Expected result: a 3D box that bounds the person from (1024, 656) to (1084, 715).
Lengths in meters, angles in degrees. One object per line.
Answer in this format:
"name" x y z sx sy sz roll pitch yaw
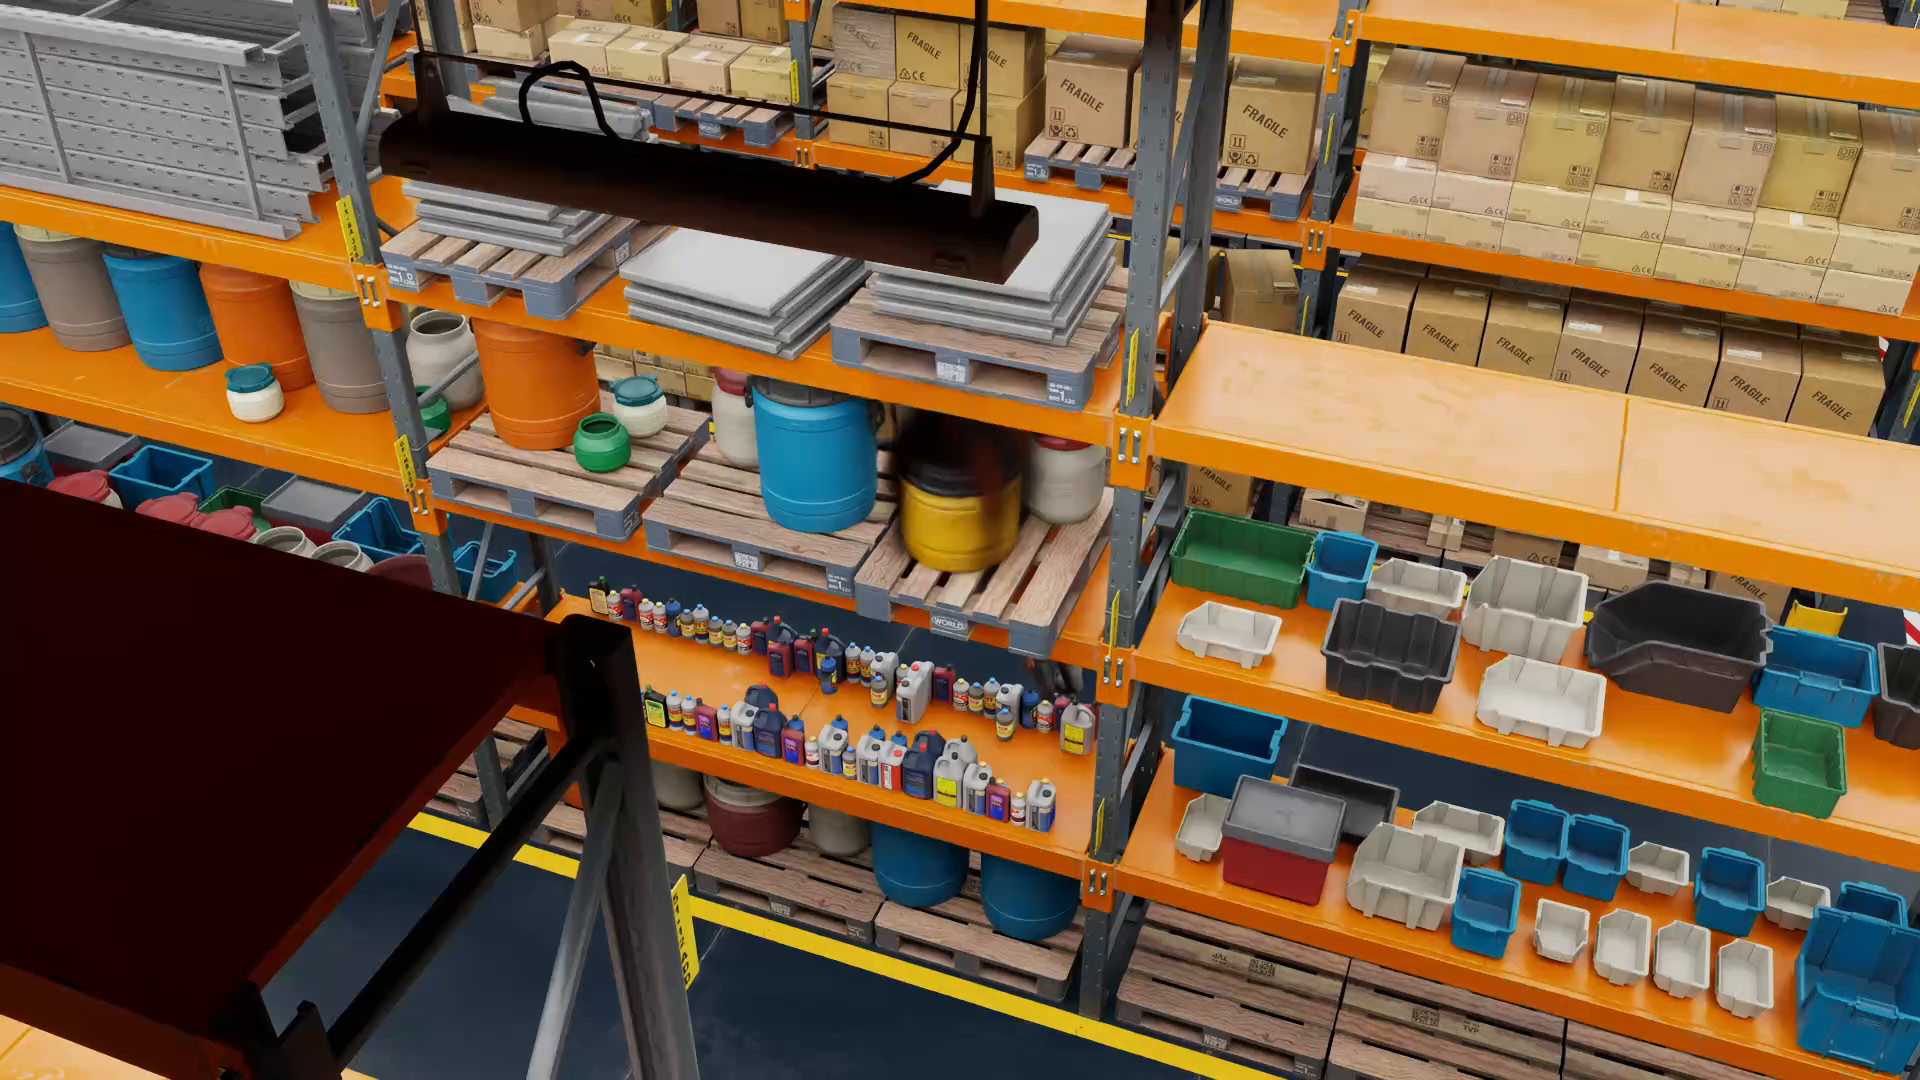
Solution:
"person" 0.590 0.692 11.041 0.460 1.593 0.451 -11 38 -14
